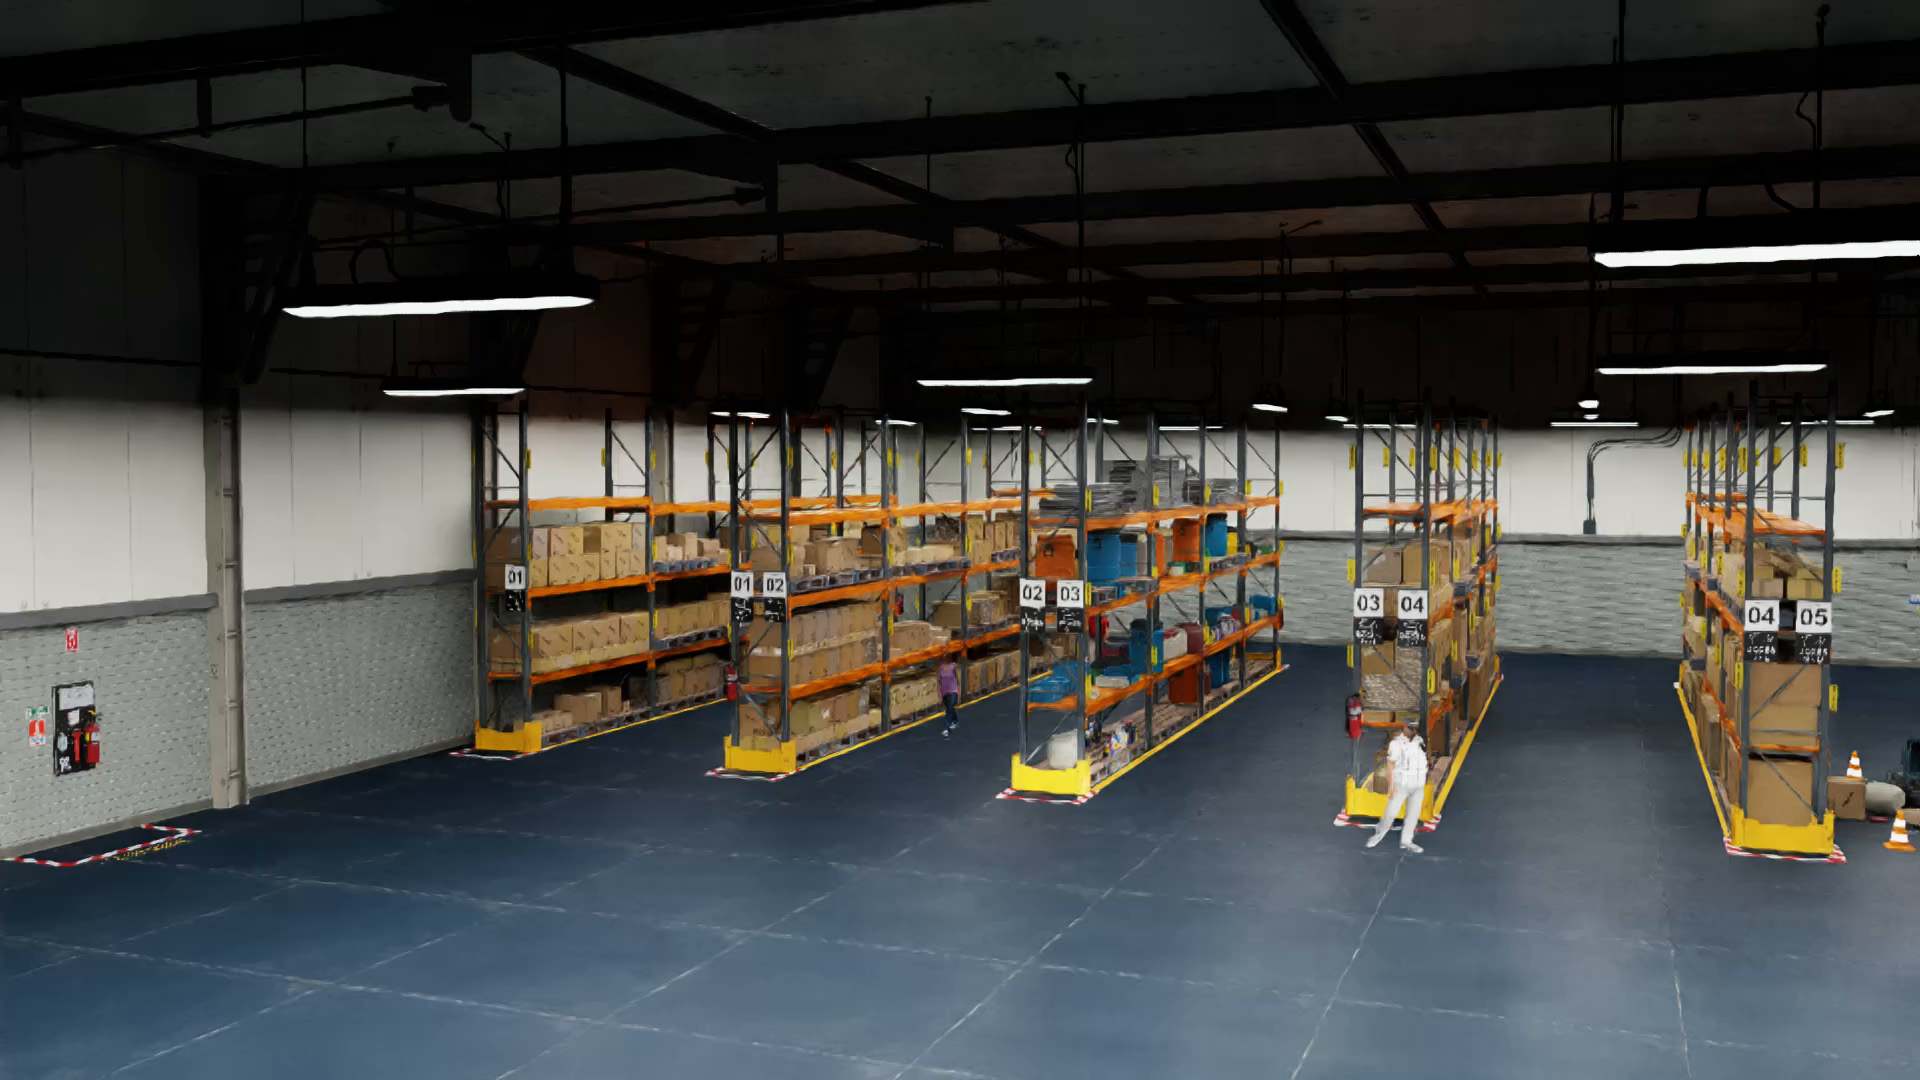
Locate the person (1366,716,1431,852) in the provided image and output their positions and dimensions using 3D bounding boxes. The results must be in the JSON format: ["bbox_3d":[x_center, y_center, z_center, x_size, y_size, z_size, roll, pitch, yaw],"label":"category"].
[{"bbox_3d":[5.583,3.099,21.200,0.736,1.742,0.554,-1,3,-19],"label":"person"}]

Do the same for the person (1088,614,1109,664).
[{"bbox_3d":[3.175,2.303,38.227,0.556,1.669,1.019,1,3,20],"label":"person"}]

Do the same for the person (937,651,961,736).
[{"bbox_3d":[-0.222,2.756,30.267,0.417,1.517,1.037,1,3,23],"label":"person"}]
